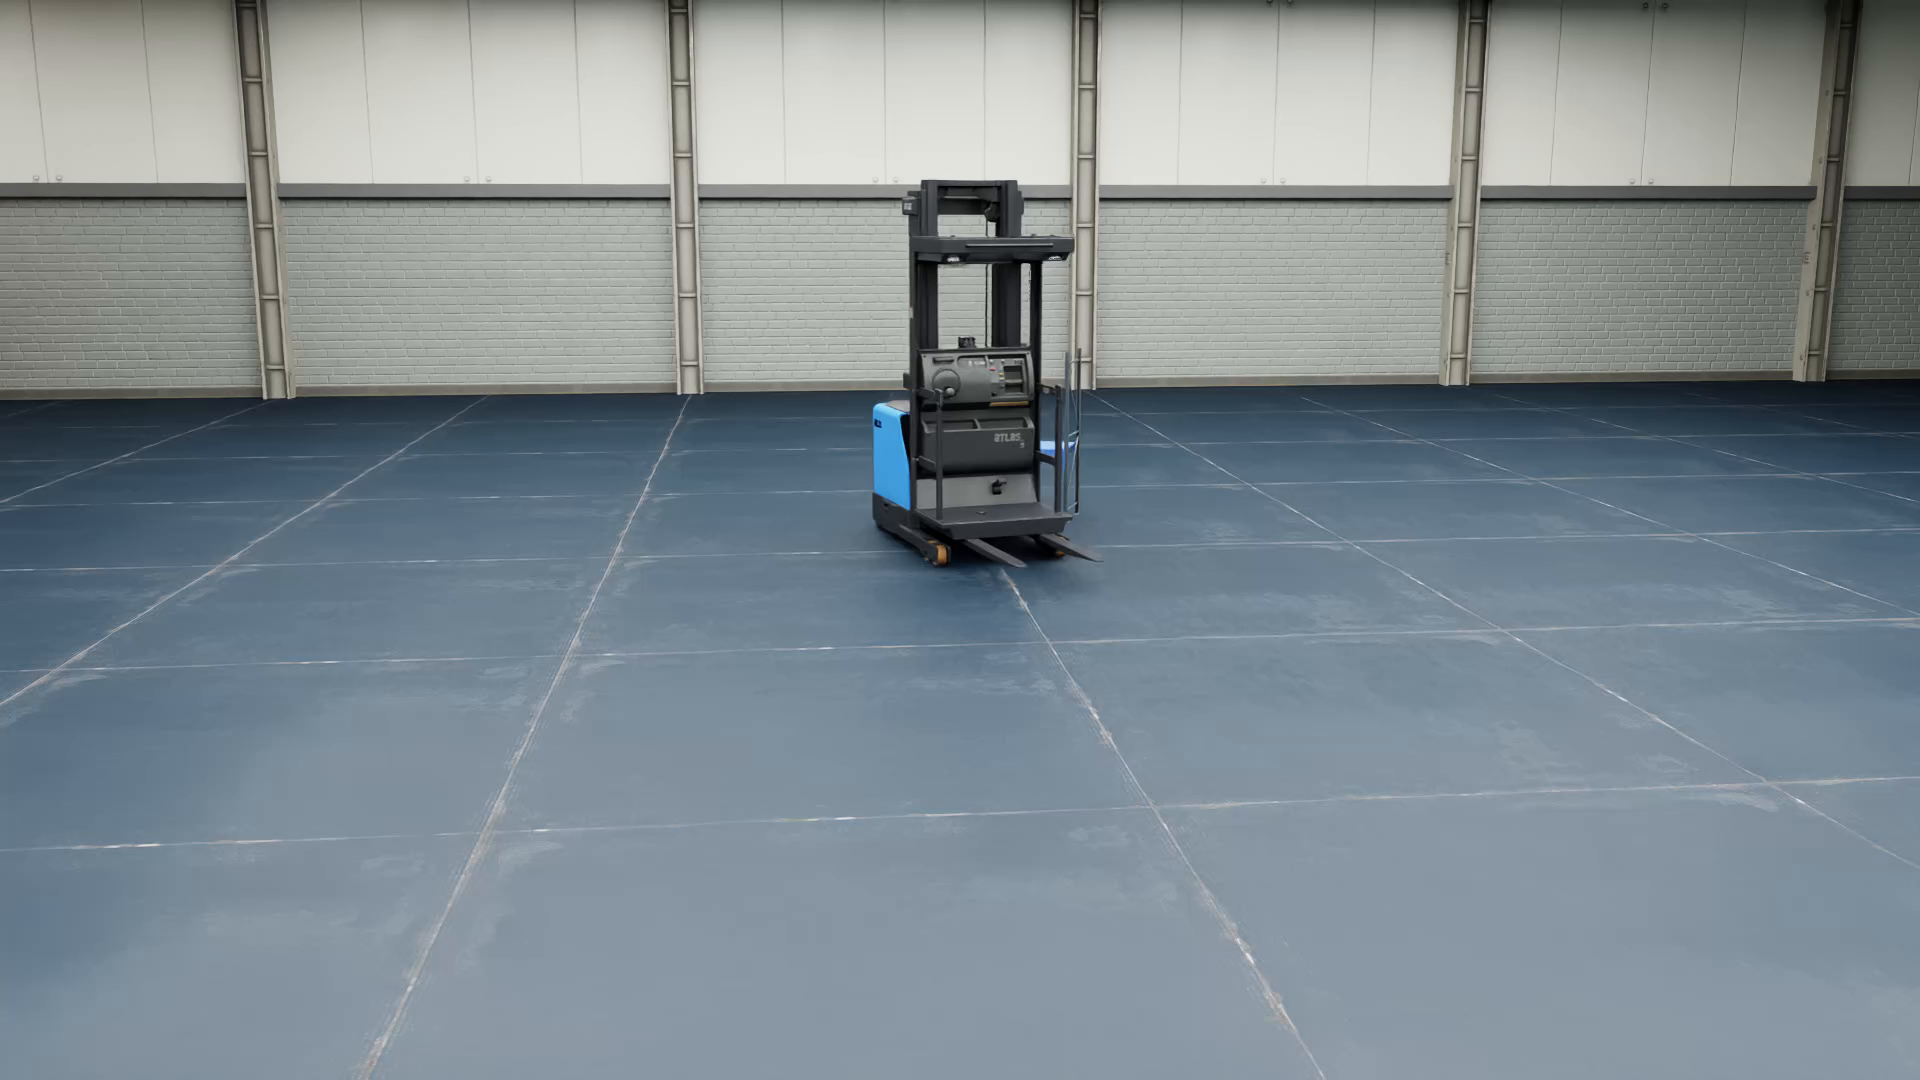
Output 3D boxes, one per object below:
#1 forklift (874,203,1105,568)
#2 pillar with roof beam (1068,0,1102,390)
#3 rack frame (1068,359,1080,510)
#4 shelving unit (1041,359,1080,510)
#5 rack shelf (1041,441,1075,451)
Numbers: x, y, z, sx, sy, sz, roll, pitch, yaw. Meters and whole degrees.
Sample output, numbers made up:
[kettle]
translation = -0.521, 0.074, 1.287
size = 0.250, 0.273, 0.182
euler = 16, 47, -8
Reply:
[forklift]
translation = -6.773, -0.880, 9.016
size = 18.709, 3.598, 6.912
euler = -4, 12, -19
[pillar with roof beam]
translation = 2.354, -5.940, 20.753
size = 0.400, 9.000, 9.100
euler = -1, 11, -6
[rack frame]
translation = 0.994, -0.929, 14.706
size = 0.013, 1.308, 0.475
euler = 3, 12, 17
[shelving unit]
translation = 0.527, -0.957, 14.846
size = 0.991, 1.308, 0.475
euler = 3, 12, 17
[rack shelf]
translation = 0.508, -0.829, 14.876
size = 0.952, 0.062, 0.459
euler = 3, 12, 17
